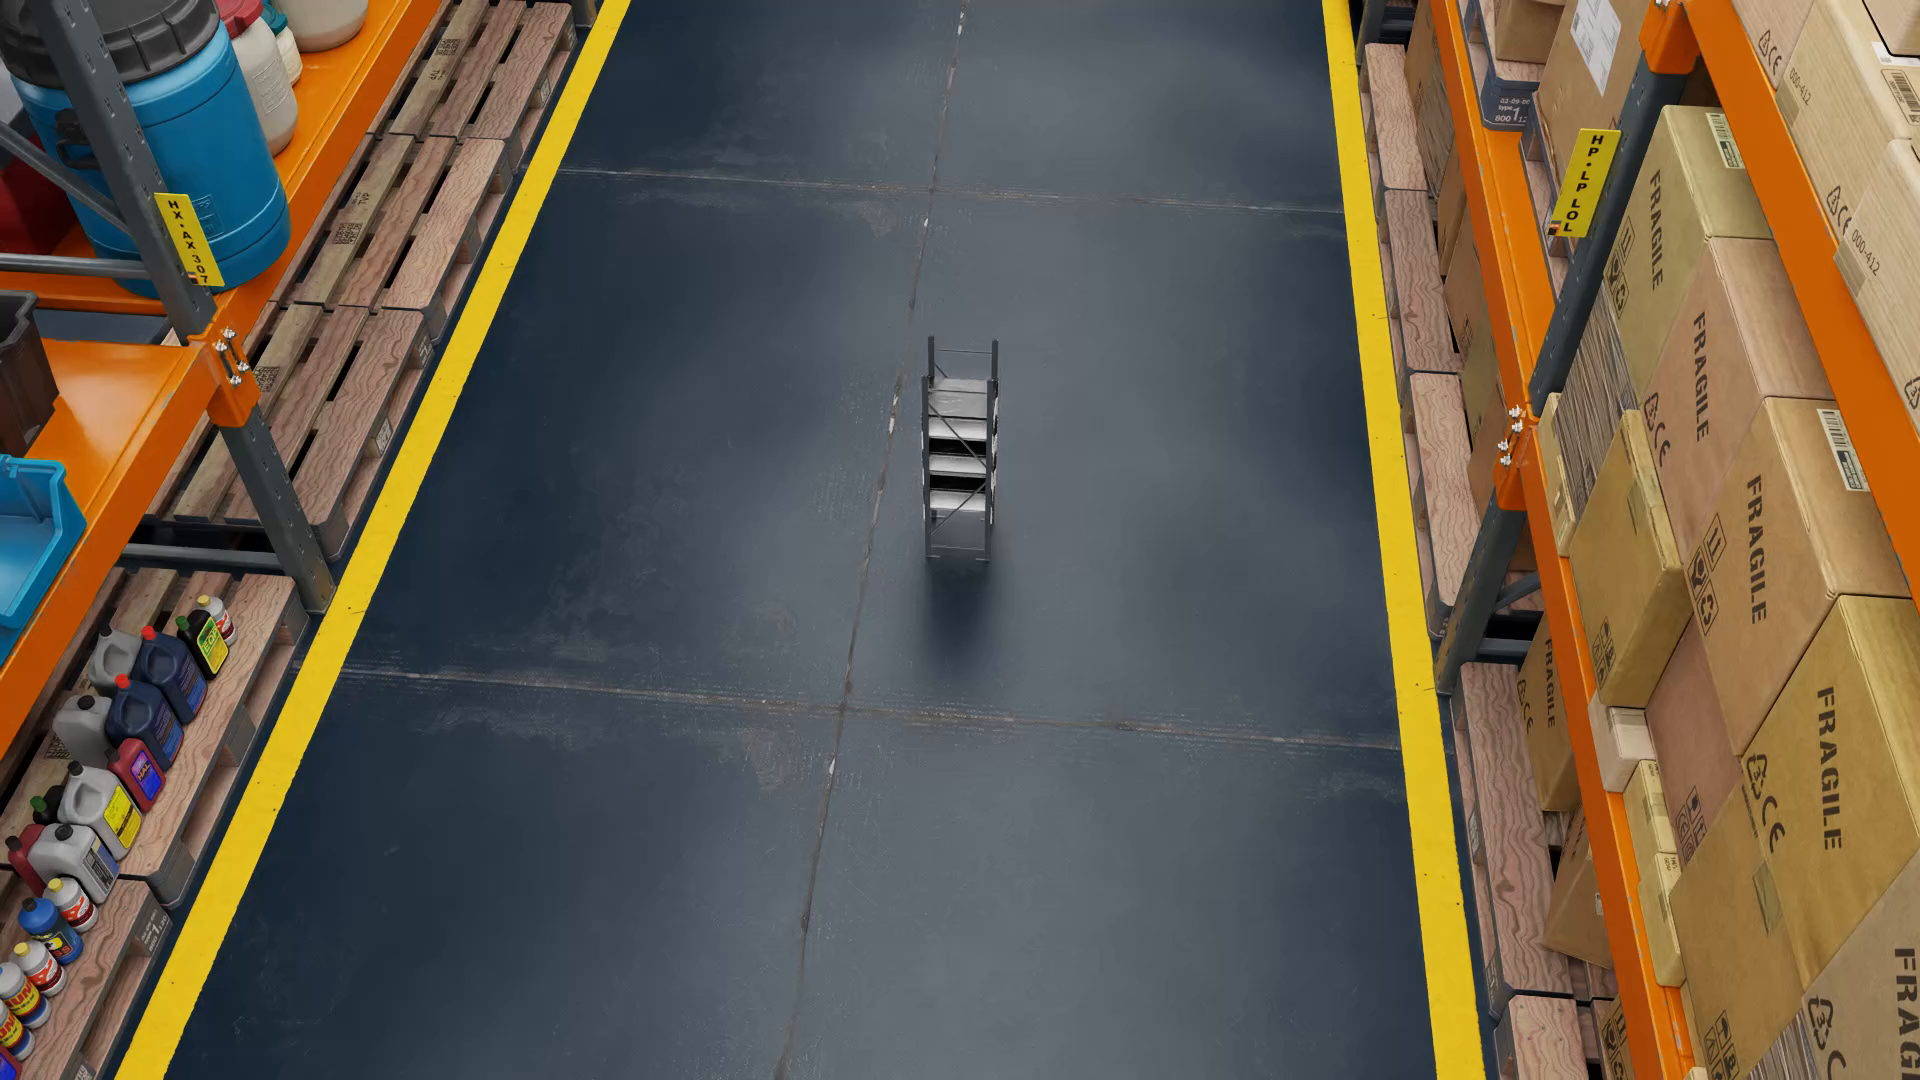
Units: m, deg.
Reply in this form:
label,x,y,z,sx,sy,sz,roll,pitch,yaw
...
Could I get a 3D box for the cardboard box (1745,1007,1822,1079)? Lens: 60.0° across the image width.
label,x,y,z,sx,sy,sz,roll,pitch,yaw
cardboard box,1.879,1.176,2.872,0.875,0.500,0.500,4,48,4

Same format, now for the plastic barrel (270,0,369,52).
label,x,y,z,sx,sy,sz,roll,pitch,yaw
plastic barrel,-2.408,-2.093,6.040,0.433,0.535,0.433,0,48,0

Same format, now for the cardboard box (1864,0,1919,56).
label,x,y,z,sx,sy,sz,roll,pitch,yaw
cardboard box,1.813,-0.966,2.899,0.380,0.149,0.250,4,48,4

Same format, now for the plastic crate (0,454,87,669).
label,x,y,z,sx,sy,sz,roll,pitch,yaw
plastic crate,-2.611,0.062,4.261,0.499,0.251,0.616,4,48,4

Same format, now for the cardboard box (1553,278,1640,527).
label,x,y,z,sx,sy,sz,roll,pitch,yaw
cardboard box,2.049,-0.294,4.217,0.875,0.500,0.500,4,48,4

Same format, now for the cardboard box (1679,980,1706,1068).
label,x,y,z,sx,sy,sz,roll,pitch,yaw
cardboard box,1.732,1.026,3.449,0.380,0.149,0.250,4,48,4

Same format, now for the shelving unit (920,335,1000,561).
label,x,y,z,sx,sy,sz,roll,pitch,yaw
shelving unit,0.001,-0.310,5.923,0.258,0.900,0.210,4,48,4

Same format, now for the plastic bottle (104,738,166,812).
label,x,y,z,sx,sy,sz,roll,pitch,yaw
plastic bottle,-2.543,0.705,5.115,0.061,0.283,0.133,7,48,6

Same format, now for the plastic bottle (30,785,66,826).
label,x,y,z,sx,sy,sz,roll,pitch,yaw
plastic bottle,-2.704,0.831,4.999,0.061,0.283,0.133,4,48,4

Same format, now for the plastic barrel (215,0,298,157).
label,x,y,z,sx,sy,sz,roll,pitch,yaw
plastic barrel,-2.475,-1.554,5.546,0.433,0.535,0.433,0,48,0

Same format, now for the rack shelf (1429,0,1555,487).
label,x,y,z,sx,sy,sz,roll,pitch,yaw
rack shelf,2.334,-1.714,6.272,1.077,0.370,4.000,4,48,4

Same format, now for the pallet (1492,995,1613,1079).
label,x,y,z,sx,sy,sz,roll,pitch,yaw
pallet,2.017,1.849,4.416,1.003,0.211,1.213,4,48,4

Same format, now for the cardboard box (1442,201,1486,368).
label,x,y,z,sx,sy,sz,roll,pitch,yaw
cardboard box,2.342,-1.002,6.529,0.700,0.500,0.500,0,48,0

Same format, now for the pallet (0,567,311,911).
label,x,y,z,sx,sy,sz,roll,pitch,yaw
pallet,-2.883,0.612,5.547,1.003,0.211,1.213,4,48,4

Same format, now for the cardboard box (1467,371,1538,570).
label,x,y,z,sx,sy,sz,roll,pitch,yaw
cardboard box,2.229,-0.241,5.834,0.700,0.500,0.500,1,48,1

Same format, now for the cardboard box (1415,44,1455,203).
label,x,y,z,sx,sy,sz,roll,pitch,yaw
cardboard box,2.437,-1.829,7.286,0.700,0.500,0.500,0,48,0

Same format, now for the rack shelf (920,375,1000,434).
label,x,y,z,sx,sy,sz,roll,pitch,yaw
rack shelf,0.001,-0.469,5.749,0.258,0.077,0.200,4,48,4

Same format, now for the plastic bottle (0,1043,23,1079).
label,x,y,z,sx,sy,sz,roll,pitch,yaw
plastic bottle,-2.631,1.411,4.469,0.061,0.283,0.133,5,48,4

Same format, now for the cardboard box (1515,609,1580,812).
label,x,y,z,sx,sy,sz,roll,pitch,yaw
cardboard box,2.075,0.506,5.163,0.500,0.500,0.500,3,48,2

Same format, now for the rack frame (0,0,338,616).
label,x,y,z,sx,sy,sz,roll,pitch,yaw
rack frame,-2.781,-0.820,4.967,1.000,3.000,0.127,4,48,4

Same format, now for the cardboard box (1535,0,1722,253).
label,x,y,z,sx,sy,sz,roll,pitch,yaw
cardboard box,2.363,-1.405,4.811,1.000,1.000,1.000,4,48,4

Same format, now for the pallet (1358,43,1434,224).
label,x,y,z,sx,sy,sz,roll,pitch,yaw
pallet,2.443,-1.911,7.855,1.003,0.211,1.213,4,48,4

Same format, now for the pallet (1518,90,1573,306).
label,x,y,z,sx,sy,sz,roll,pitch,yaw
pallet,2.366,-0.974,5.238,1.003,0.211,1.213,4,48,4

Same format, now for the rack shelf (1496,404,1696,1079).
label,x,y,z,sx,sy,sz,roll,pitch,yaw
rack shelf,1.969,1.226,3.584,1.077,0.370,4.000,4,48,4

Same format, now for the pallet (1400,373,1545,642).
label,x,y,z,sx,sy,sz,roll,pitch,yaw
pallet,2.221,-0.118,6.215,1.003,0.211,1.213,4,48,4

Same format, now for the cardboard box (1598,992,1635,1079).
label,x,y,z,sx,sy,sz,roll,pitch,yaw
cardboard box,2.052,1.389,4.356,0.500,0.500,0.500,0,48,0

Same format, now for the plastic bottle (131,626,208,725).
label,x,y,z,sx,sy,sz,roll,pitch,yaw
plastic bottle,-2.552,0.418,5.332,0.144,0.351,0.185,3,48,2

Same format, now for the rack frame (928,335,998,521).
label,x,y,z,sx,sy,sz,roll,pitch,yaw
rack frame,0.010,-0.384,5.992,0.240,0.900,0.006,4,48,4

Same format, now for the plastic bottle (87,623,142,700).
label,x,y,z,sx,sy,sz,roll,pitch,yaw
plastic bottle,-2.696,0.409,5.341,0.144,0.351,0.185,4,48,4

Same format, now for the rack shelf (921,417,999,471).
label,x,y,z,sx,sy,sz,roll,pitch,yaw
rack shelf,0.001,-0.348,5.882,0.258,0.077,0.200,4,48,4

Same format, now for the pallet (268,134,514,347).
label,x,y,z,sx,sy,sz,roll,pitch,yaw
pallet,-2.639,-1.357,7.348,1.003,0.211,1.213,4,48,4

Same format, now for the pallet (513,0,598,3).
label,x,y,z,sx,sy,sz,roll,pitch,yaw
pallet,-2.386,-3.400,9.217,1.003,0.211,1.213,4,48,4

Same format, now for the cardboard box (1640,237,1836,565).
label,x,y,z,sx,sy,sz,roll,pitch,yaw
cardboard box,1.813,-0.277,3.524,0.500,0.500,0.500,4,48,4

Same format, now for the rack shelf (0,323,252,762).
label,x,y,z,sx,sy,sz,roll,pitch,yaw
rack shelf,-2.963,0.893,3.888,1.077,0.370,4.000,4,48,4

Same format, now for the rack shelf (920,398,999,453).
label,x,y,z,sx,sy,sz,roll,pitch,yaw
rack shelf,0.001,-0.409,5.815,0.258,0.077,0.200,4,48,4

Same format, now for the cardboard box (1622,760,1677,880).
label,x,y,z,sx,sy,sz,roll,pitch,yaw
cardboard box,1.743,0.656,3.788,0.380,0.149,0.250,4,48,4

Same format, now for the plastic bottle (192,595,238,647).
label,x,y,z,sx,sy,sz,roll,pitch,yaw
plastic bottle,-2.503,0.264,5.574,0.097,0.201,0.097,0,48,0

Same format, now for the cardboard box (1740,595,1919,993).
label,x,y,z,sx,sy,sz,roll,pitch,yaw
cardboard box,1.733,0.458,2.851,0.500,0.500,0.500,4,48,4

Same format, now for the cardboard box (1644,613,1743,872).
label,x,y,z,sx,sy,sz,roll,pitch,yaw
cardboard box,2.023,0.445,3.541,0.875,0.500,0.500,4,48,4

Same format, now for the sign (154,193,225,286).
label,x,y,z,sx,sy,sz,roll,pitch,yaw
sign,-2.234,-0.868,4.824,0.100,0.325,0.005,4,48,4

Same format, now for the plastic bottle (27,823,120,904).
label,x,y,z,sx,sy,sz,roll,pitch,yaw
plastic bottle,-2.618,0.941,4.904,0.152,0.276,0.135,5,48,4

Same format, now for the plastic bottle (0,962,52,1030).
label,x,y,z,sx,sy,sz,roll,pitch,yaw
plastic bottle,-2.629,1.255,4.620,0.097,0.271,0.097,0,48,0

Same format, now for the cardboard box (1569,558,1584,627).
label,x,y,z,sx,sy,sz,roll,pitch,yaw
cardboard box,1.802,0.104,4.292,0.380,0.149,0.250,4,48,4

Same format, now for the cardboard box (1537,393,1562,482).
label,x,y,z,sx,sy,sz,roll,pitch,yaw
cardboard box,1.833,-0.264,4.629,0.380,0.149,0.250,4,48,4

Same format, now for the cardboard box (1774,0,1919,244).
label,x,y,z,sx,sy,sz,roll,pitch,yaw
cardboard box,1.812,-0.746,2.968,0.500,0.250,0.500,3,48,3

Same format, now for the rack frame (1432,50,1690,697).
label,x,y,z,sx,sy,sz,roll,pitch,yaw
rack frame,2.152,-0.487,4.662,1.000,3.000,0.127,4,48,4

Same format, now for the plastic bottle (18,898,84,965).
label,x,y,z,sx,sy,sz,roll,pitch,yaw
plastic bottle,-2.611,1.106,4.756,0.097,0.271,0.097,0,48,0
